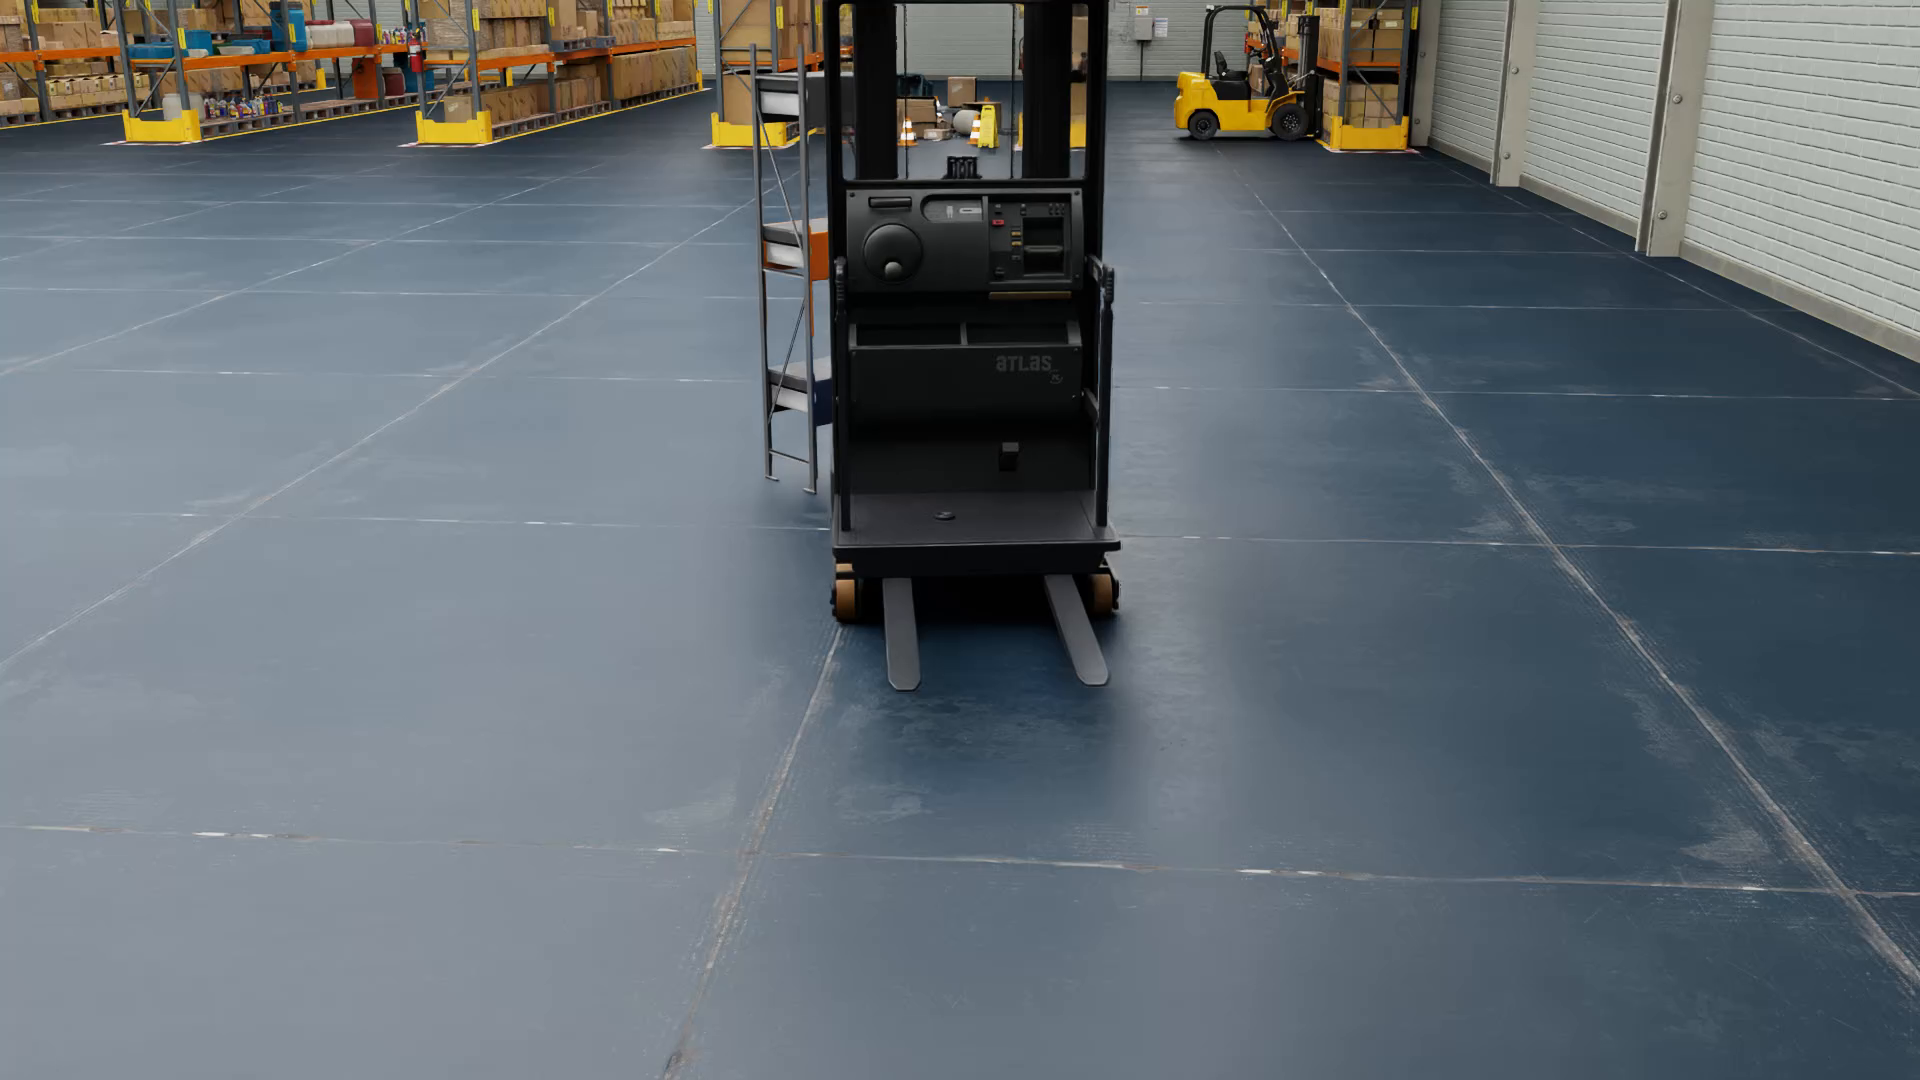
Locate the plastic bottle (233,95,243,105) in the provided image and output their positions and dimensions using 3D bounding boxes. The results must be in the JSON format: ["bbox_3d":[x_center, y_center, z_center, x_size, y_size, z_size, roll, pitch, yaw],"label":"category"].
[{"bbox_3d":[-13.332,-8.044,30.703,0.144,0.351,0.185,1,18,4],"label":"plastic bottle"}]

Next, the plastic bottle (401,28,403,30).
[{"bbox_3d":[-12.882,-11.663,38.388,0.061,0.283,0.133,1,18,4],"label":"plastic bottle"}]

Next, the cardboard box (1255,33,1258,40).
[{"bbox_3d":[7.195,-11.927,39.410,0.380,0.149,0.250,2,18,5],"label":"cardboard box"}]

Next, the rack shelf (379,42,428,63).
[{"bbox_3d":[-12.574,-10.860,36.904,1.077,0.370,4.000,1,18,4],"label":"rack shelf"}]

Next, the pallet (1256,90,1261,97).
[{"bbox_3d":[7.396,-10.270,38.426,1.003,0.211,1.213,1,18,4],"label":"pallet"}]

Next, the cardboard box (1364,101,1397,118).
[{"bbox_3d":[6.726,-6.927,26.683,0.500,0.250,0.500,2,18,5],"label":"cardboard box"}]

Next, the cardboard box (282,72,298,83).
[{"bbox_3d":[-16.975,-11.611,41.749,0.500,0.250,0.500,1,18,4],"label":"cardboard box"}]

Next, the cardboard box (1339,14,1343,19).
[{"bbox_3d":[6.279,-8.427,26.643,0.380,0.149,0.250,2,18,5],"label":"cardboard box"}]

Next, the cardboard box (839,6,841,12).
[{"bbox_3d":[-2.786,-12.386,38.163,0.500,0.500,0.500,1,18,2],"label":"cardboard box"}]

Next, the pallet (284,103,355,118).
[{"bbox_3d":[-12.901,-8.638,33.446,1.003,0.211,1.213,1,18,4],"label":"pallet"}]

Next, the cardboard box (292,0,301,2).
[{"bbox_3d":[-16.877,-13.398,41.730,0.500,0.500,0.500,2,18,5],"label":"cardboard box"}]

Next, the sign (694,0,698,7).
[{"bbox_3d":[-6.663,-13.601,41.875,0.100,0.325,0.005,1,18,4],"label":"sign"}]

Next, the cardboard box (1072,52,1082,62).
[{"bbox_3d":[1.765,-7.746,26.648,0.380,0.149,0.250,1,18,4],"label":"cardboard box"}]

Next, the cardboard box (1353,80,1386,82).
[{"bbox_3d":[6.787,-7.478,27.564,0.500,0.250,0.500,1,18,4],"label":"cardboard box"}]

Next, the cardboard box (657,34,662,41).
[{"bbox_3d":[-7.137,-11.678,38.647,0.380,0.149,0.250,1,18,4],"label":"cardboard box"}]

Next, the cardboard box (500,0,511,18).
[{"bbox_3d":[-7.962,-9.125,28.209,0.500,0.500,0.500,1,18,4],"label":"cardboard box"}]

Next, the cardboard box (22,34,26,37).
[{"bbox_3d":[-22.048,-11.744,38.818,0.380,0.149,0.250,2,18,5],"label":"cardboard box"}]

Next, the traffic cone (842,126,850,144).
[{"bbox_3d":[-1.956,-6.771,27.344,0.336,0.463,0.334,1,18,4],"label":"traffic cone"}]

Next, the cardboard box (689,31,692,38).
[{"bbox_3d":[-6.917,-12.637,41.575,0.380,0.149,0.250,1,18,4],"label":"cardboard box"}]

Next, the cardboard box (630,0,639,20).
[{"bbox_3d":[-7.588,-11.825,36.923,0.797,0.503,0.637,1,18,5],"label":"cardboard box"}]

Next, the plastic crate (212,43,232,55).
[{"bbox_3d":[-13.383,-8.822,29.871,0.450,0.188,0.662,1,18,4],"label":"plastic crate"}]

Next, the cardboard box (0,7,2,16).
[{"bbox_3d":[-18.005,-9.819,30.329,0.700,0.500,0.500,1,18,4],"label":"cardboard box"}]

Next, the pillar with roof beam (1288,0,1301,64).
[{"bbox_3d":[4.431,-16.388,42.986,9.100,9.000,0.400,1,18,4],"label":"pillar with roof beam"}]

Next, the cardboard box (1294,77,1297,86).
[{"bbox_3d":[6.913,-8.605,32.006,0.875,0.625,0.625,1,18,2],"label":"cardboard box"}]

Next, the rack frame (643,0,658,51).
[{"bbox_3d":[-7.490,-11.713,38.351,1.000,3.000,0.127,1,18,4],"label":"rack frame"}]

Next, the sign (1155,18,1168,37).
[{"bbox_3d":[5.654,-14.401,46.709,0.329,0.494,0.001,1,18,4],"label":"sign"}]

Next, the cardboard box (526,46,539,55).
[{"bbox_3d":[-7.798,-8.801,29.869,0.380,0.149,0.250,1,18,4],"label":"cardboard box"}]

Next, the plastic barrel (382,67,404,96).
[{"bbox_3d":[-12.618,-10.137,36.742,0.600,0.588,0.708,1,18,4],"label":"plastic barrel"}]

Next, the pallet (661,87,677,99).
[{"bbox_3d":[-7.358,-10.622,39.500,1.003,0.211,1.213,1,18,4],"label":"pallet"}]

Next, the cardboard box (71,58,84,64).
[{"bbox_3d":[-21.912,-11.859,41.095,0.380,0.149,0.250,1,18,2],"label":"cardboard box"}]

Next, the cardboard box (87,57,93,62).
[{"bbox_3d":[-22.220,-12.195,42.122,0.380,0.149,0.250,1,18,4],"label":"cardboard box"}]

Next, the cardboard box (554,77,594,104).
[{"bbox_3d":[-7.832,-9.110,33.717,0.700,0.500,0.500,0,18,-1],"label":"cardboard box"}]

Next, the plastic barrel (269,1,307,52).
[{"bbox_3d":[-12.674,-9.690,31.373,0.600,0.901,0.708,1,18,4],"label":"plastic barrel"}]

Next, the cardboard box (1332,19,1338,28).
[{"bbox_3d":[6.300,-8.444,27.174,0.380,0.149,0.250,1,18,2],"label":"cardboard box"}]

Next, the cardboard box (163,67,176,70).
[{"bbox_3d":[-17.755,-10.701,37.368,0.500,0.250,0.500,1,18,3],"label":"cardboard box"}]

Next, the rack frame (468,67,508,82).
[{"bbox_3d":[-12.144,-13.065,42.479,1.000,3.000,0.127,1,18,4],"label":"rack frame"}]

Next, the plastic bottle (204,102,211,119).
[{"bbox_3d":[-13.445,-7.670,29.669,0.061,0.283,0.133,1,18,4],"label":"plastic bottle"}]

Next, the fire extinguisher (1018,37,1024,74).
[{"bbox_3d":[1.066,-7.702,26.236,0.296,0.674,0.183,1,18,4],"label":"fire extinguisher"}]

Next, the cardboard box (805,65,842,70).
[{"bbox_3d":[-2.970,-9.271,33.839,1.050,0.750,0.750,1,18,3],"label":"cardboard box"}]

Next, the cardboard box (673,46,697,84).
[{"bbox_3d":[-7.169,-11.944,41.795,0.875,0.875,0.875,1,18,4],"label":"cardboard box"}]

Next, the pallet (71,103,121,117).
[{"bbox_3d":[-17.845,-8.735,33.741,1.003,0.211,1.213,1,18,4],"label":"pallet"}]

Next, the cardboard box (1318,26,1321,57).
[{"bbox_3d":[6.459,-8.650,28.845,0.500,0.500,0.500,2,18,5],"label":"cardboard box"}]

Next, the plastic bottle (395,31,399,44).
[{"bbox_3d":[-12.269,-10.939,36.197,0.097,0.271,0.097,0,18,0],"label":"plastic bottle"}]

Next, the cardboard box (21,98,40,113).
[{"bbox_3d":[-17.759,-8.194,31.355,0.500,0.250,0.500,1,18,4],"label":"cardboard box"}]

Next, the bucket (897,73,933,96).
[{"bbox_3d":[-0.834,-8.159,30.321,0.726,0.611,0.620,8,10,23],"label":"bucket"}]

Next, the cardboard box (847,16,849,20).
[{"bbox_3d":[-2.552,-11.072,35.170,0.380,0.149,0.250,1,18,2],"label":"cardboard box"}]

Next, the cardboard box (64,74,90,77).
[{"bbox_3d":[-18.056,-9.374,34.055,0.500,0.311,0.500,1,18,2],"label":"cardboard box"}]

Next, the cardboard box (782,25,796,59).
[{"bbox_3d":[-3.246,-8.373,27.919,0.875,0.550,0.550,1,18,4],"label":"cardboard box"}]

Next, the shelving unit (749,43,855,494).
[{"bbox_3d":[-0.659,-1.318,8.074,0.503,2.100,0.431,-16,24,-40],"label":"shelving unit"}]

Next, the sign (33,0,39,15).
[{"bbox_3d":[-21.770,-12.548,39.167,0.100,0.325,0.005,1,18,4],"label":"sign"}]

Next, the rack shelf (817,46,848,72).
[{"bbox_3d":[-2.980,-9.365,32.342,1.077,0.370,4.000,1,18,4],"label":"rack shelf"}]

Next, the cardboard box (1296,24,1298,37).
[{"bbox_3d":[6.679,-9.696,31.636,0.500,0.250,0.500,2,18,5],"label":"cardboard box"}]

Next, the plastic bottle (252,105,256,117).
[{"bbox_3d":[-12.796,-7.764,30.087,0.097,0.201,0.097,0,18,0],"label":"plastic bottle"}]

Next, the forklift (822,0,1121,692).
[{"bbox_3d":[0.037,-1.184,6.329,1.130,2.935,3.031,-1,18,-3],"label":"forklift"}]

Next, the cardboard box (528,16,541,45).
[{"bbox_3d":[-8.158,-9.278,30.284,0.875,0.500,0.500,1,18,4],"label":"cardboard box"}]
